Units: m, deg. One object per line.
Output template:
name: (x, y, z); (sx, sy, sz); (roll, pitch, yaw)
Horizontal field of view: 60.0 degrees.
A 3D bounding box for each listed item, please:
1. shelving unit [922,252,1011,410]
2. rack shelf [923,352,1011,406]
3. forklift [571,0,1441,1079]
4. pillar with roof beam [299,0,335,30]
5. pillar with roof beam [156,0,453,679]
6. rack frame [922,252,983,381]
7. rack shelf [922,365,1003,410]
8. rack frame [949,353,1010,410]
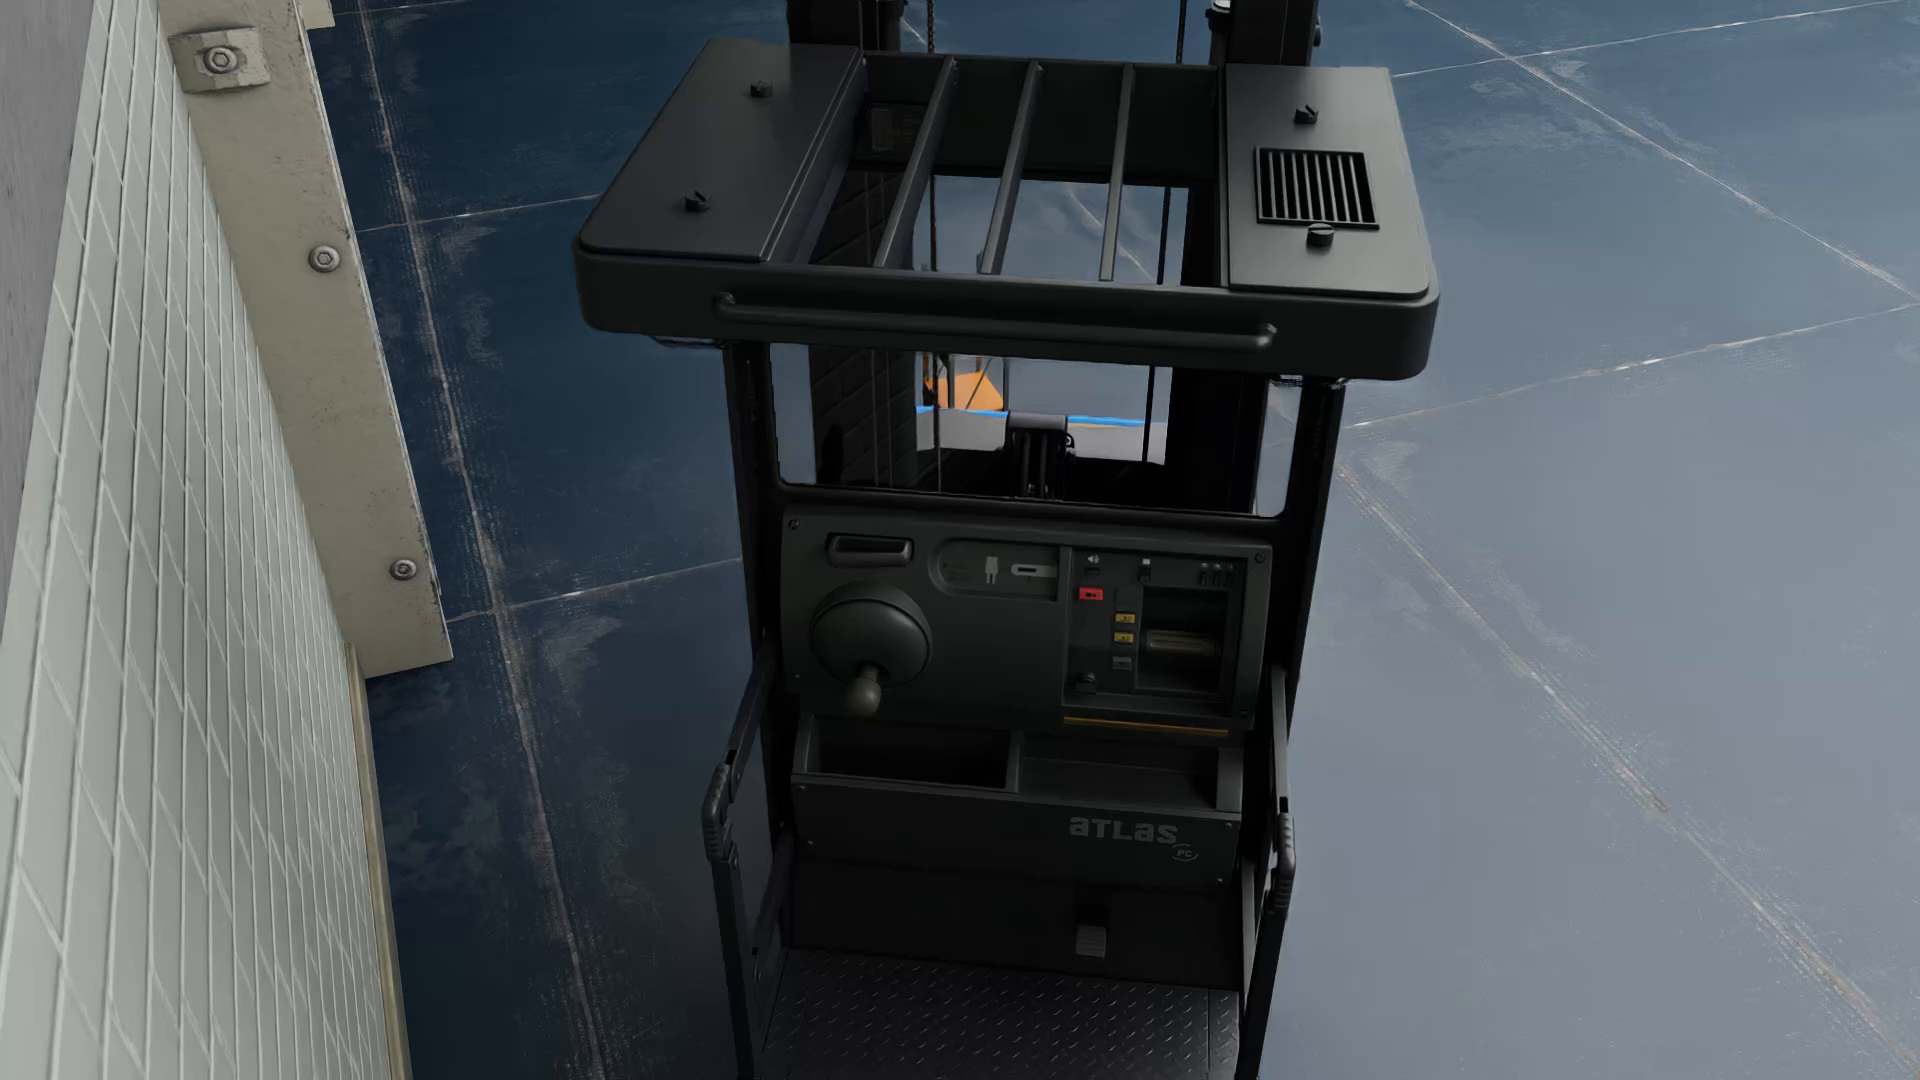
shelving unit: (0.018, -0.389, 5.394); (0.215, 1.050, 0.252); (-12, 39, -16)
rack shelf: (0.018, -0.607, 5.230); (0.215, 0.259, 0.240); (-12, 39, -16)
forklift: (0.094, 0.227, 3.012); (1.130, 2.935, 3.031); (4, 37, 6)
pillar with roof beam: (0.164, -7.580, 8.333); (9.100, 9.000, 0.400); (-12, 39, -16)
pillar with roof beam: (2.229, -4.190, 3.833); (9.100, 9.000, 0.400); (-12, 39, -16)
rack frame: (-0.024, -0.458, 5.486); (0.200, 1.050, 0.008); (-12, 39, -16)
rack shelf: (0.018, -0.381, 5.400); (0.215, 0.259, 0.240); (-12, 39, -16)
rack frame: (0.060, -0.320, 5.303); (0.200, 1.050, 0.008); (-12, 39, -16)
